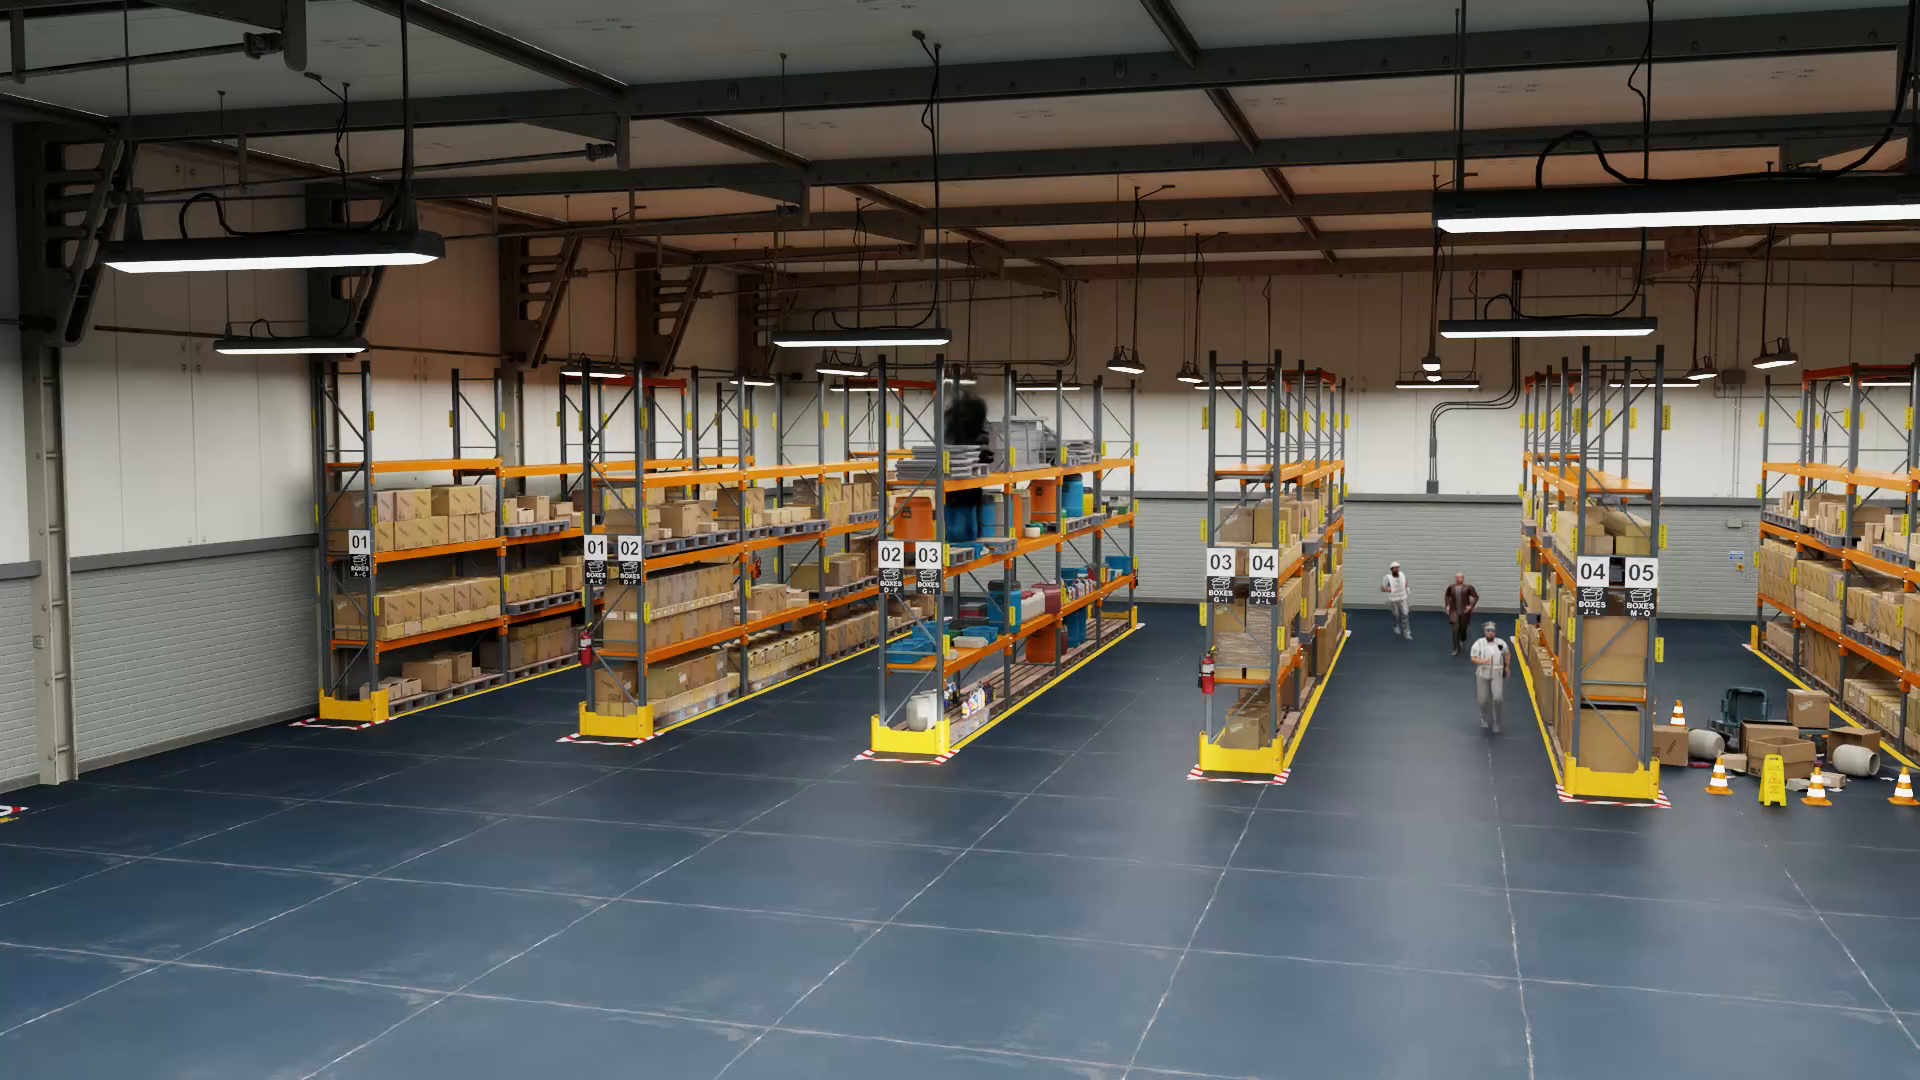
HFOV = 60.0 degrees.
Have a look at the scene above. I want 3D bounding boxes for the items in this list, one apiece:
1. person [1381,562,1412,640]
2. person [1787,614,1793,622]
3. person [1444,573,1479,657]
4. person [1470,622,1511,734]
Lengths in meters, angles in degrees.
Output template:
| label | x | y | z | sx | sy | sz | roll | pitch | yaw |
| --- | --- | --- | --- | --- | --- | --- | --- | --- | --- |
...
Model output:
| label | x | y | z | sx | sy | sz | roll | pitch | yaw |
| --- | --- | --- | --- | --- | --- | --- | --- | --- | --- |
| person | 10.052 | 1.393 | 38.408 | 0.707 | 1.785 | 0.922 | 0 | 4 | -4 |
| person | 18.834 | 1.512 | 37.522 | 0.683 | 1.602 | 0.551 | -2 | 5 | -29 |
| person | 10.742 | 1.578 | 35.655 | 0.726 | 1.780 | 0.862 | 2 | 5 | 26 |
| person | 8.540 | 2.215 | 26.771 | 0.638 | 1.816 | 0.728 | 1 | 4 | 14 |
